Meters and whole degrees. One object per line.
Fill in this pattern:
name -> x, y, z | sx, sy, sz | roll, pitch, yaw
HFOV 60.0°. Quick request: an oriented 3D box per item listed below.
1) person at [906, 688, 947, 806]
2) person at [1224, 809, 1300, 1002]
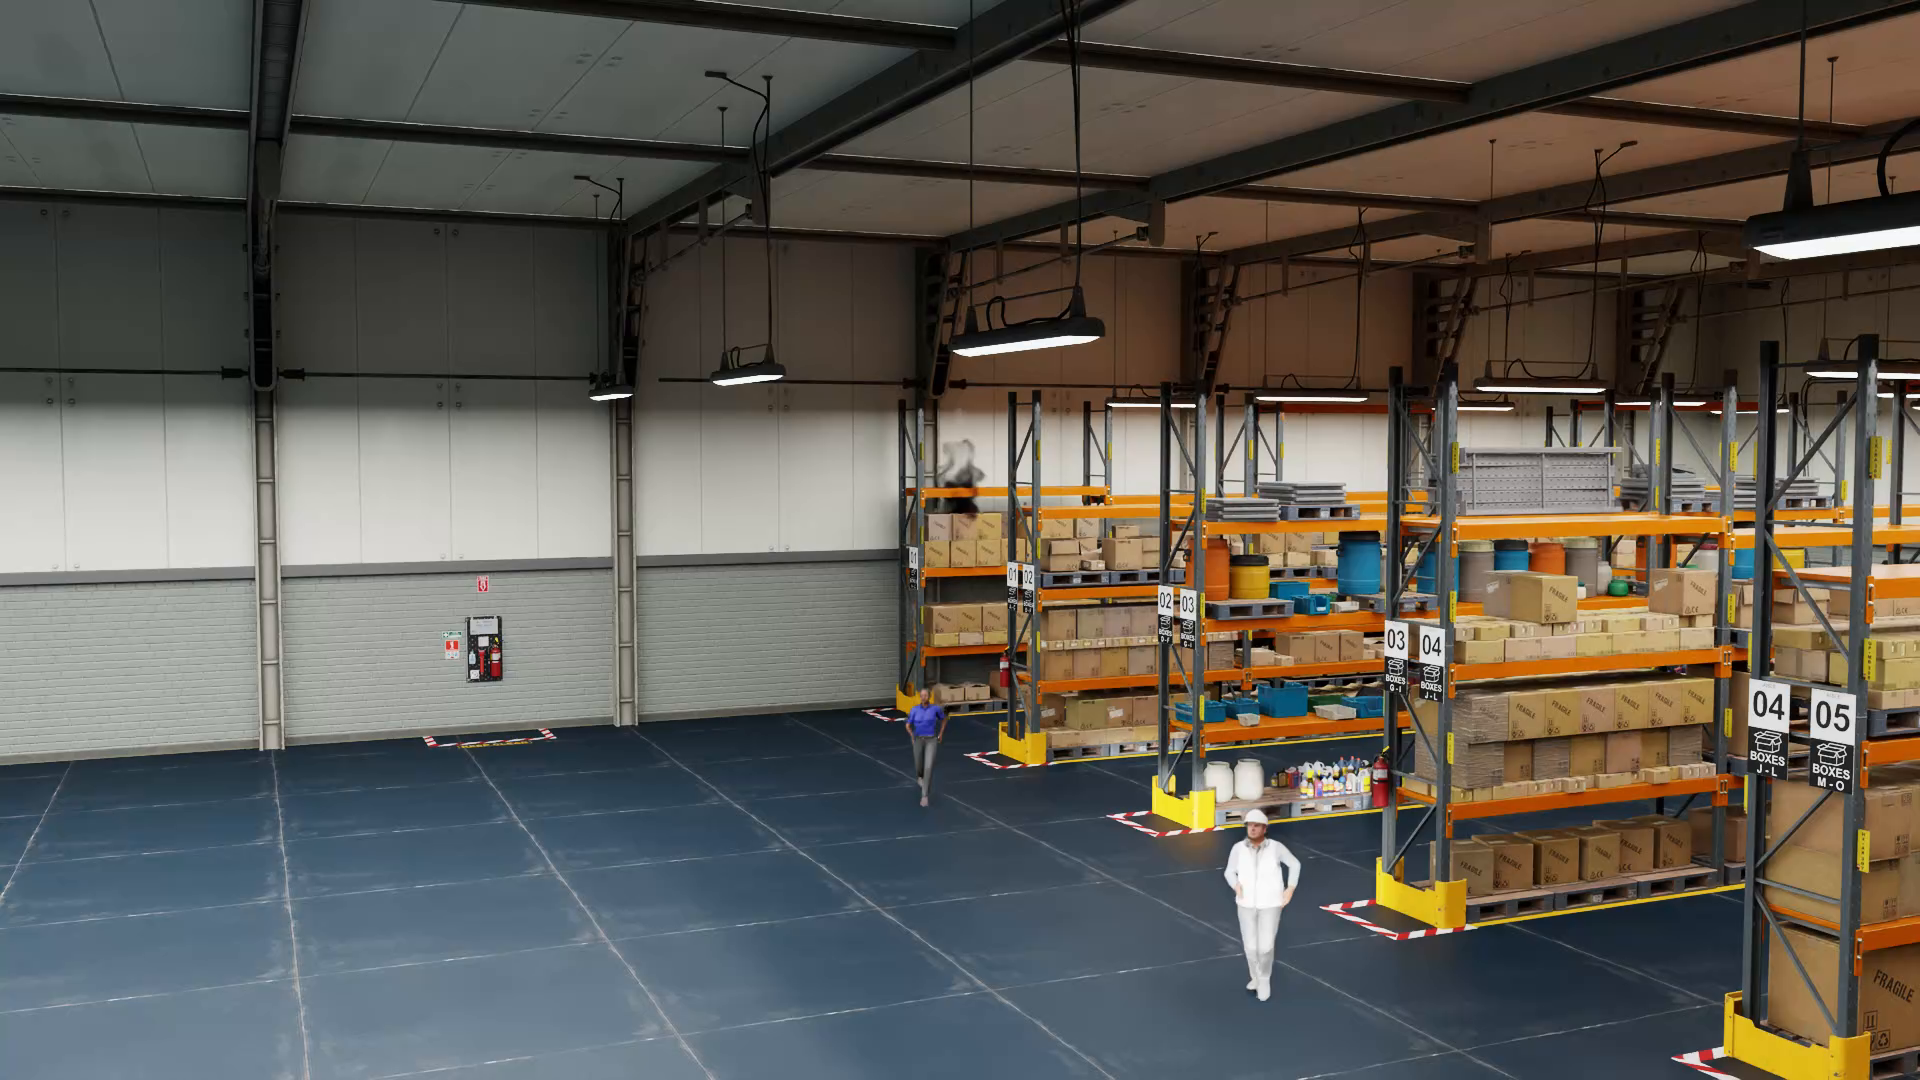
person -> -0.490, 2.955, 24.023 | 0.590, 1.651, 0.856 | 0, 3, 4
person -> 2.784, 3.390, 15.457 | 0.668, 1.756, 0.674 | 1, 4, 22
